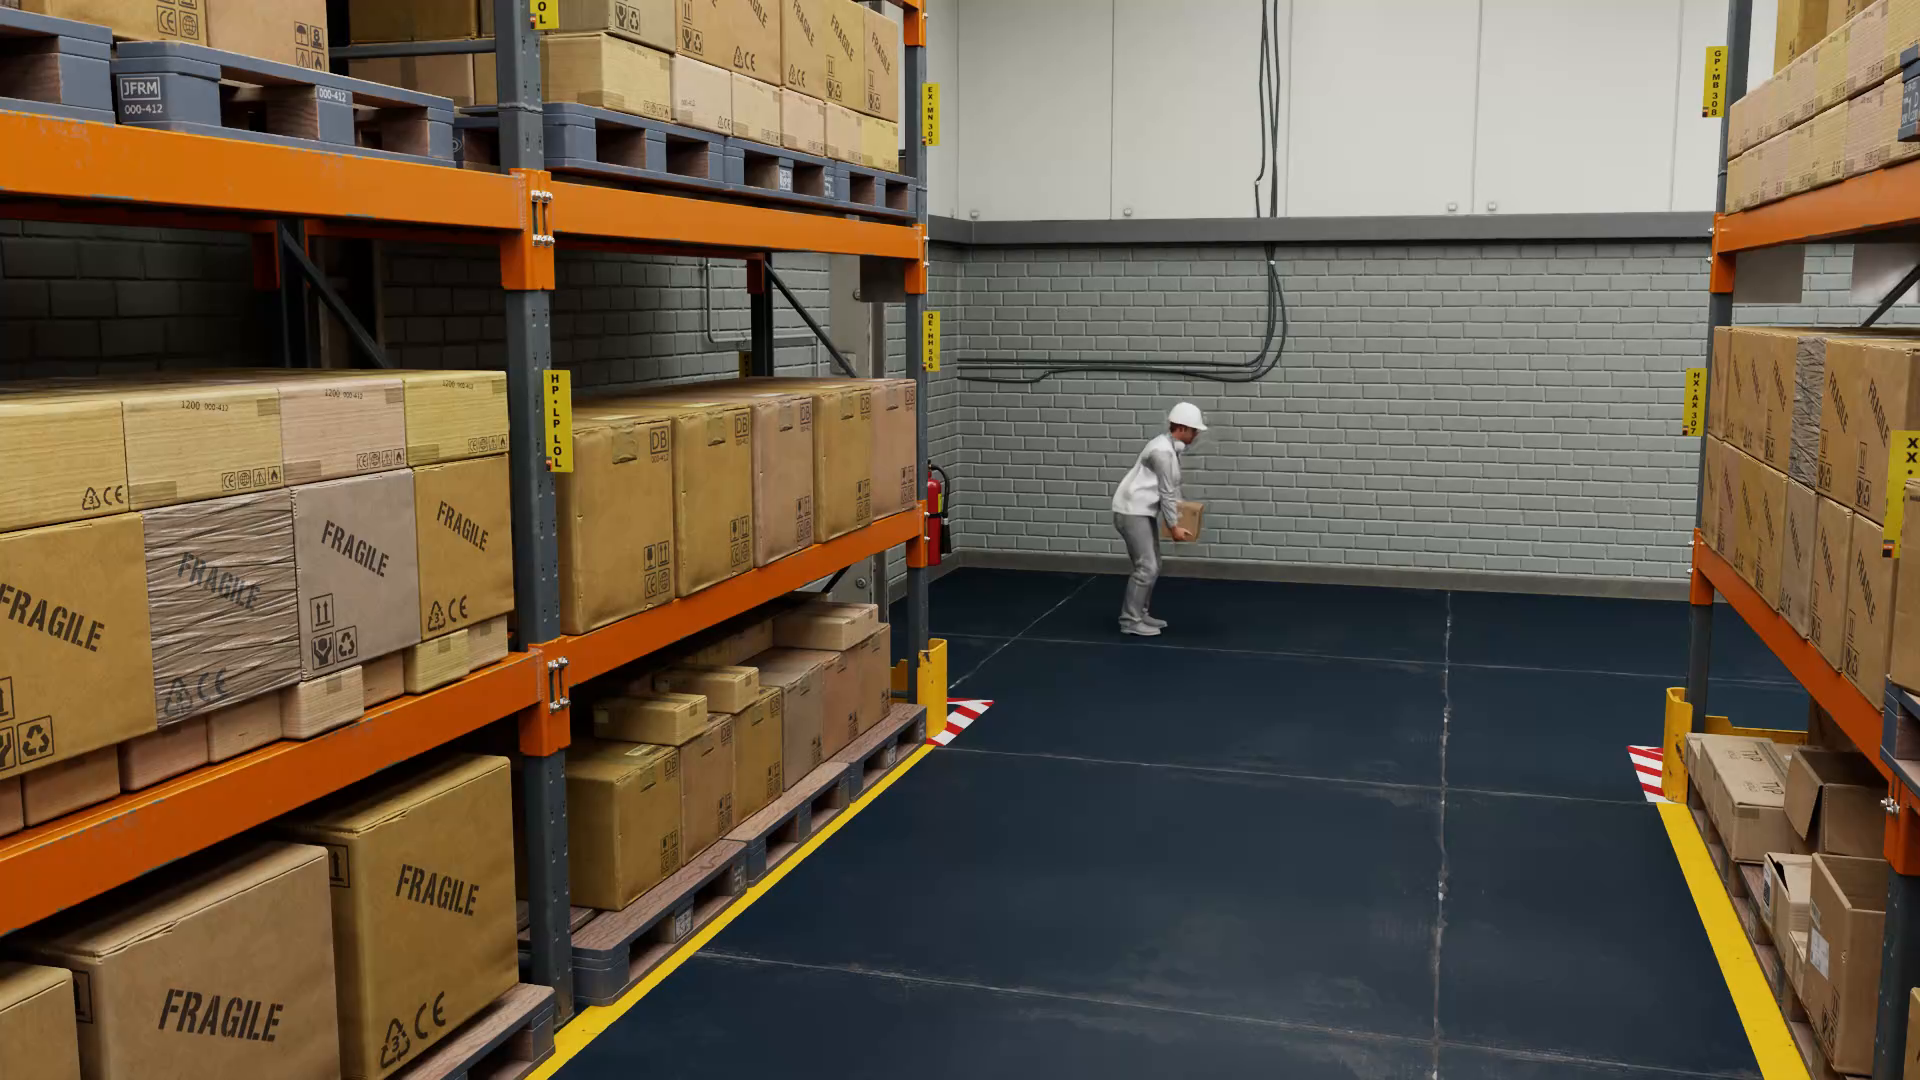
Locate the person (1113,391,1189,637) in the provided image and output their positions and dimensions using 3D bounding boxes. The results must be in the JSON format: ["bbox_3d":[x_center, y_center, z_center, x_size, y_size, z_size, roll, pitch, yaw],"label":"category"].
[{"bbox_3d":[1.410,-0.201,12.146,0.567,1.772,0.493,2,9,15],"label":"person"}]
